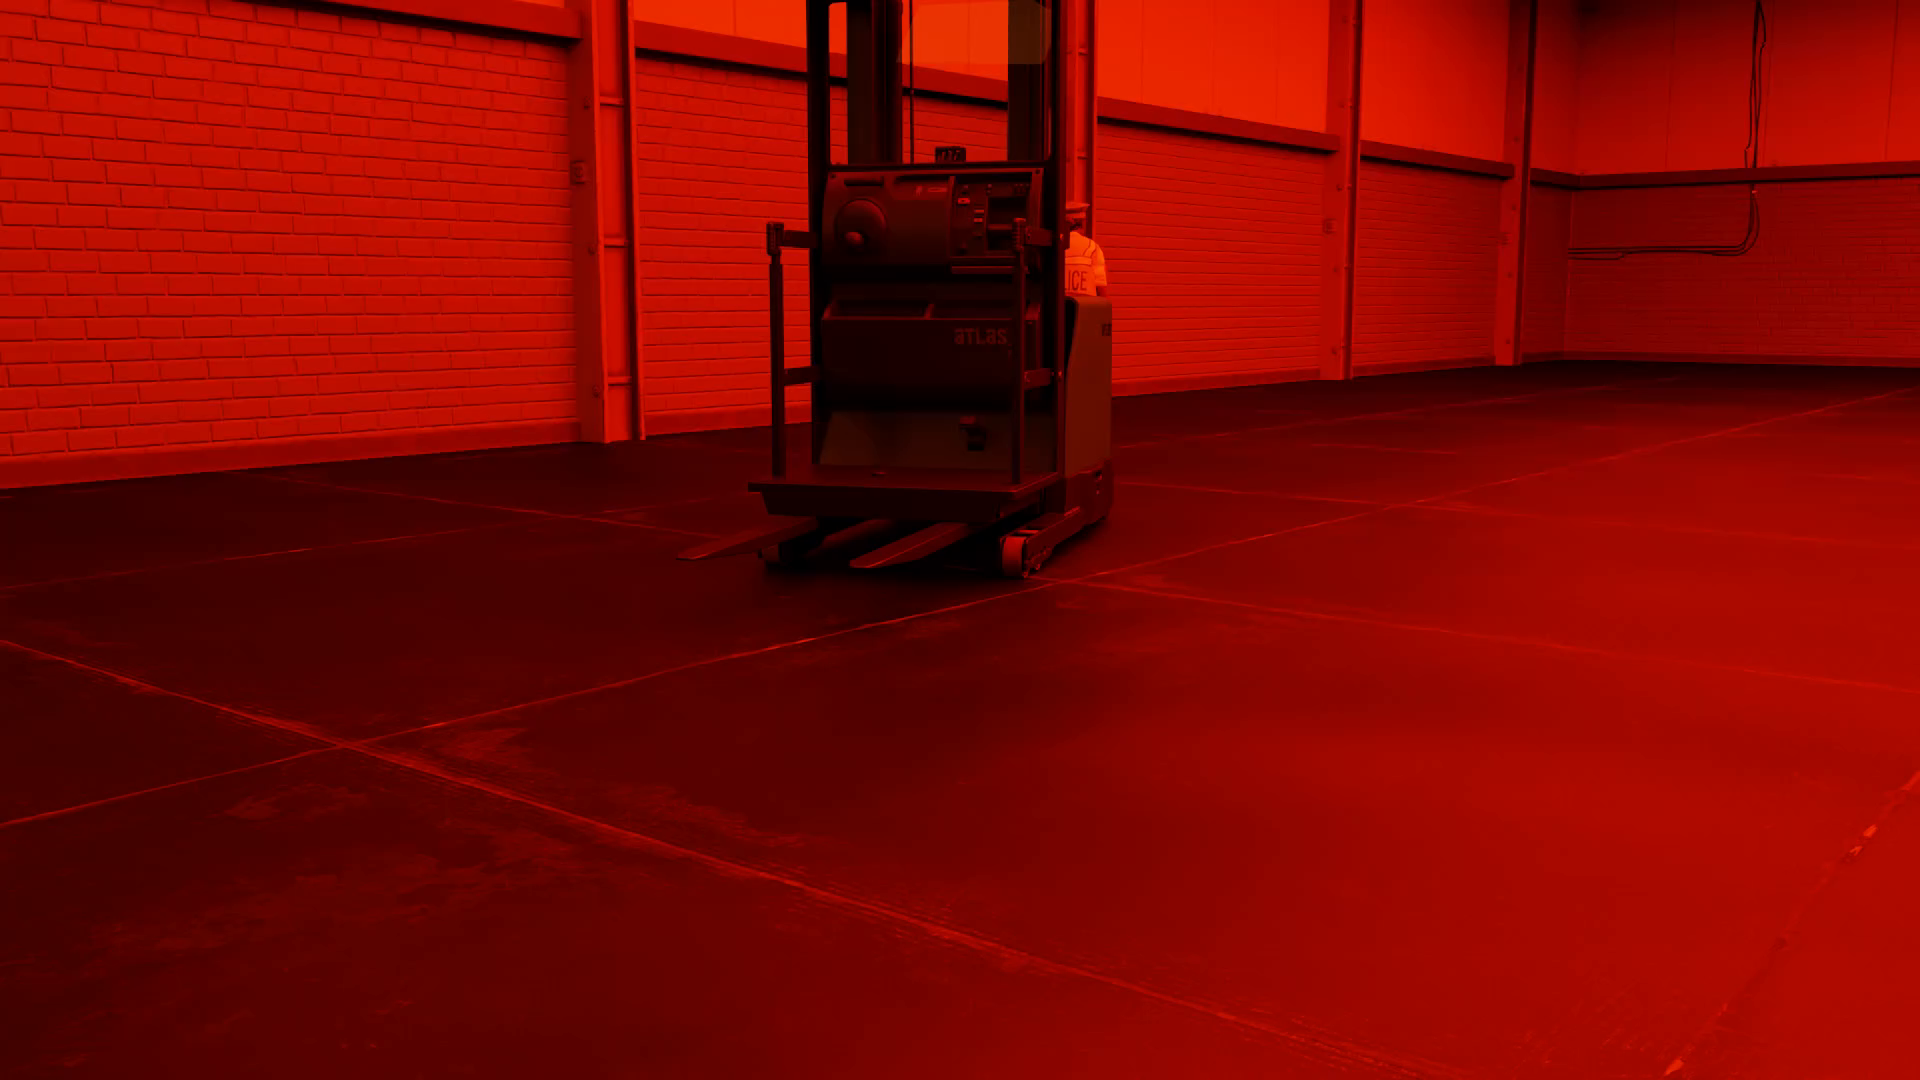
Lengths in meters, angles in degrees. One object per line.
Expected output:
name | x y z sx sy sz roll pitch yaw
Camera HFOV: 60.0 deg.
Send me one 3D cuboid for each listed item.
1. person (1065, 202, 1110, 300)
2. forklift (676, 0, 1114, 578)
person | 0.703 -1.273 10.389 0.517 1.657 0.400 2 9 13
forklift | -0.176 -1.366 6.616 1.130 2.935 3.031 3 9 17
